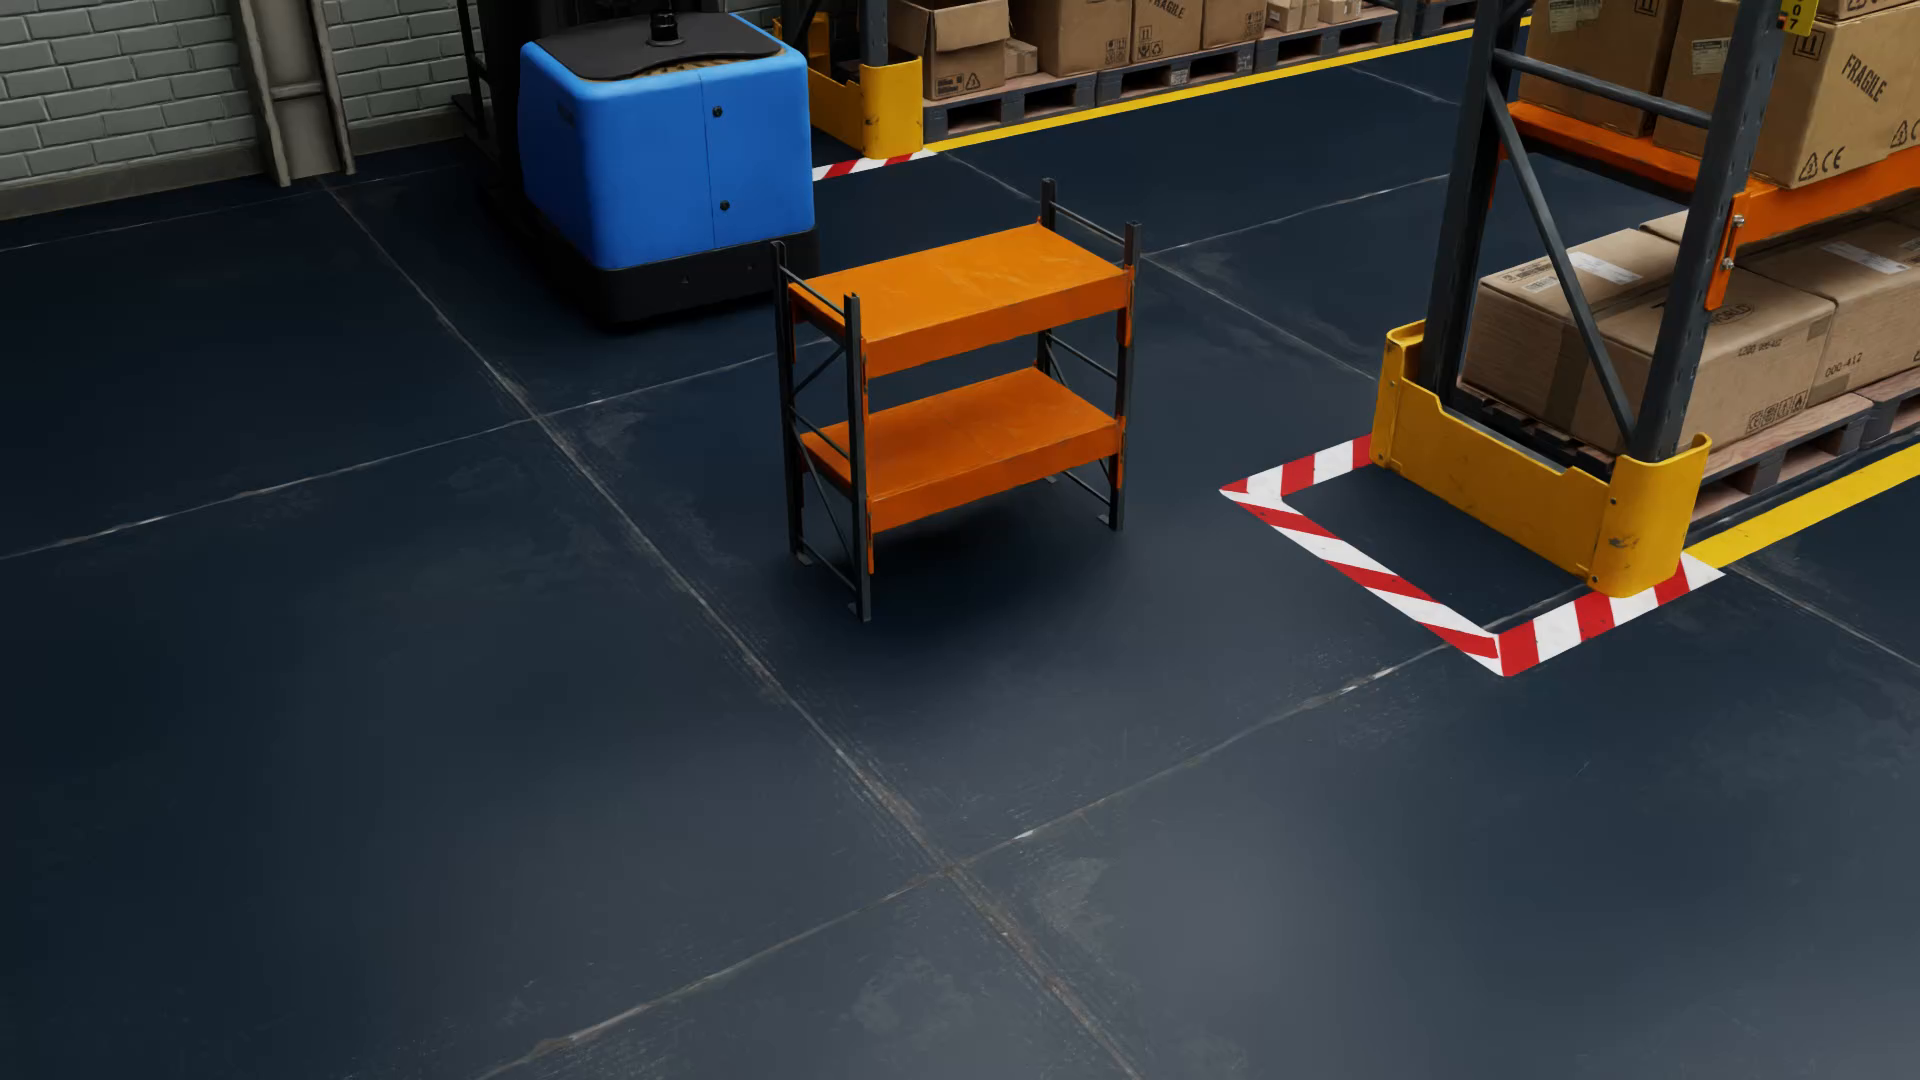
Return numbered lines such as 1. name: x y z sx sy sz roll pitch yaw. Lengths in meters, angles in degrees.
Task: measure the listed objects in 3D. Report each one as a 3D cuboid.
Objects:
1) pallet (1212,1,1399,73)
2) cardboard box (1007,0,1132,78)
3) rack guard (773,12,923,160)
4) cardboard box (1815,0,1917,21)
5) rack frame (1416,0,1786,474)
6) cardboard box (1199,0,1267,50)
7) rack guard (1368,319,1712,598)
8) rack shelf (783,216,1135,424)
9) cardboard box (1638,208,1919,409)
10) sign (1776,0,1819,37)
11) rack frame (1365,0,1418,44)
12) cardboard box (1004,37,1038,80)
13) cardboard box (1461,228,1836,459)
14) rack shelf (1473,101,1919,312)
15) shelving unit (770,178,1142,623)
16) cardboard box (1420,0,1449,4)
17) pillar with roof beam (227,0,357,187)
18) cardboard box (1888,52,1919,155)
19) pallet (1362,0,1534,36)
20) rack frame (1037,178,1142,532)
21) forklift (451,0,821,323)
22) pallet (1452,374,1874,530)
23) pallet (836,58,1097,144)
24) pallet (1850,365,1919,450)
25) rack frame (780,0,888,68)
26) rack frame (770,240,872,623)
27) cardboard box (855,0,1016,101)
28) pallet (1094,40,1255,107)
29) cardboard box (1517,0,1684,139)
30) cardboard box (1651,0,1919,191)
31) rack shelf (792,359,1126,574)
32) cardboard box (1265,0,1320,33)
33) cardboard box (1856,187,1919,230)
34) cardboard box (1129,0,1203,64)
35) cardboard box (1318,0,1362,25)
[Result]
1. pallet: 2.082 -3.386 10.920 1.213 0.211 1.003 -19 37 -27
2. cardboard box: 0.603 -3.092 9.789 0.500 0.500 0.700 -17 36 -25
3. rack guard: -0.638 -2.572 9.359 0.348 0.500 1.175 -19 37 -27
4. cardboard box: 2.548 -1.859 4.854 0.500 0.500 0.500 -20 37 -28
5. rack frame: 1.990 -1.383 5.130 0.127 3.000 1.000 -19 37 -27
6. cardboard box: 1.475 -3.392 10.265 0.500 0.500 0.700 -20 38 -29
7. rack guard: 1.970 -0.318 5.786 0.348 0.500 1.175 -19 37 -27
8. rack shelf: -0.006 -0.721 5.291 1.000 0.278 0.538 -19 37 -27
9. cardboard box: 3.256 -0.980 6.501 0.875 0.438 0.875 -18 36 -26
10. sign: 2.286 -1.532 4.481 0.005 0.325 0.100 -19 37 -27
11. rack frame: 2.660 -4.764 10.490 0.127 3.000 1.000 -19 37 -27
12. cardboard box: 0.241 -2.819 9.686 0.250 0.149 0.380 -21 38 -29
13. cardboard box: 2.491 -0.712 6.075 0.875 0.438 0.875 -20 38 -29
14. rack shelf: 3.671 -1.656 6.239 4.000 0.370 1.077 -19 37 -27
15. shelving unit: -0.006 -0.474 5.447 1.048 1.125 0.538 -19 37 -27
16. cardboard box: 3.188 -3.923 11.107 0.500 0.500 0.500 -17 36 -25
17. pillar with roof beam: -1.124 -3.839 3.401 0.400 9.000 9.100 -19 37 -27
18. cardboard box: 2.959 -1.594 5.371 0.500 0.500 0.500 -20 37 -28
19. pallet: 3.323 -3.836 11.634 1.213 0.211 1.003 -19 37 -27
20. rack frame: 0.422 -0.621 5.680 0.032 1.125 0.500 -19 37 -27
21. forklift: -1.794 -2.924 7.638 1.130 2.935 3.031 -17 36 -25
22. pallet: 2.620 -0.469 6.296 1.213 0.211 1.003 -19 37 -27
23. pallet: 0.031 -2.681 9.802 1.213 0.211 1.003 -19 37 -27
24. pallet: 3.644 -0.820 6.852 1.213 0.211 1.003 -19 37 -27
25. rack frame: -0.702 -3.607 8.657 0.127 3.000 1.000 -19 37 -27
26. rack frame: -0.433 -0.327 5.214 0.032 1.125 0.500 -19 37 -27
27. cardboard box: -0.137 -2.863 9.424 0.637 0.503 0.797 -21 38 -29
28. pallet: 1.056 -3.031 10.358 1.213 0.211 1.003 -19 37 -27
29. cardboard box: 2.252 -1.683 5.513 0.500 0.500 0.500 -19 37 -27
30. cardboard box: 2.549 -1.435 5.119 0.500 0.500 0.500 -19 37 -28
31. rack shelf: -0.006 -0.267 5.577 1.000 0.278 0.538 -19 37 -27
32. cardboard box: 2.051 -3.389 10.480 0.258 0.266 0.396 -18 36 -26
33. cardboard box: 4.014 -1.240 6.913 0.875 0.438 0.875 -20 37 -29
34. cardboard box: 1.101 -3.200 9.960 0.500 0.500 0.500 -18 37 -26
35. cardboard box: 2.351 -3.443 10.675 0.250 0.149 0.380 -20 37 -29
